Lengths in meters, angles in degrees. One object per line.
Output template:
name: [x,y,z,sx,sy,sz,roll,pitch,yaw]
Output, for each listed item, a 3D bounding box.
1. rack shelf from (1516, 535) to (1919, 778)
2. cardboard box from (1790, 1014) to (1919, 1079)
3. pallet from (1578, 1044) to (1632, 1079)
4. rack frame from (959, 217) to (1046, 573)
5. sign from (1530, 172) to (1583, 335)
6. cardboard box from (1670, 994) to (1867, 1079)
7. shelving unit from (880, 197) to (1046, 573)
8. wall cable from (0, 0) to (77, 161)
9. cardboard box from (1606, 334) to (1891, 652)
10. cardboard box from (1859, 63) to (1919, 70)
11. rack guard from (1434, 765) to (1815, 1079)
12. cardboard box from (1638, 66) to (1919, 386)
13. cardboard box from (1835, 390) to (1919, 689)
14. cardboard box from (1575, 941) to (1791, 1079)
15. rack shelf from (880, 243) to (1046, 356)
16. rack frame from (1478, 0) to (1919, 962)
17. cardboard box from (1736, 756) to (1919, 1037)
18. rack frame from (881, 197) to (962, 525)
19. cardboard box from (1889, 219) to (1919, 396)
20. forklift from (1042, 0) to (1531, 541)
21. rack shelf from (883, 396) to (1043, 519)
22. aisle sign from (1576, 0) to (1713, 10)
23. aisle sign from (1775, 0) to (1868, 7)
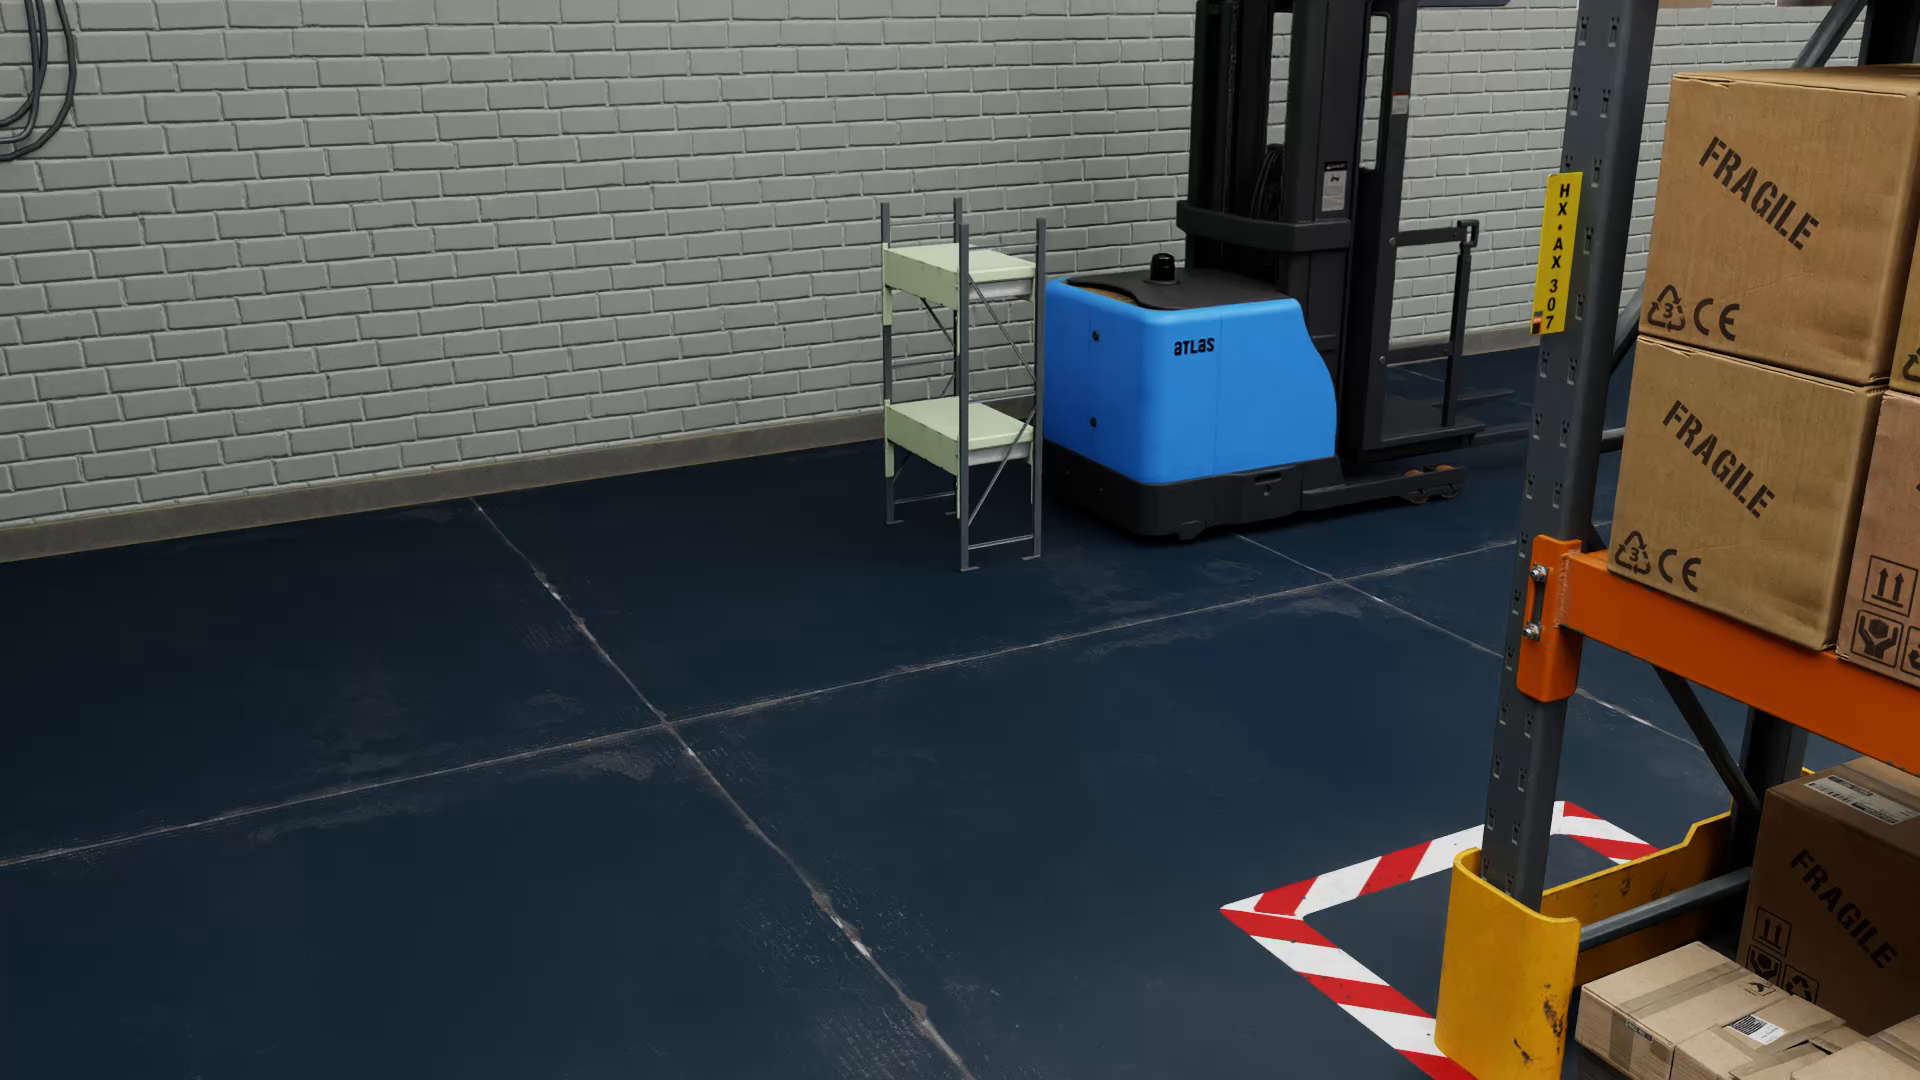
rack shelf: [2.647,0.656,2.234,1.077,0.370,4.000,-10,21,-27]
cardboard box: [1.943,1.177,3.162,0.500,0.250,0.500,-10,21,-27]
pallet: [2.113,1.311,3.510,1.003,0.211,1.213,-10,21,-27]
rack frame: [0.177,-0.602,7.077,0.400,1.500,0.023,-10,21,-27]
sign: [1.220,-0.583,3.396,0.100,0.325,0.005,-10,21,-27]
cardboard box: [1.712,1.118,3.461,0.380,0.166,0.250,-10,21,-27]
shelving unit: [0.003,-0.707,7.381,0.431,1.500,0.755,-10,21,-27]
wall cable: [-5.032,-2.537,5.948,3.097,2.526,0.112,-10,21,-27]
cardboard box: [1.676,-0.137,3.277,0.500,0.500,0.500,-9,21,-26]
cardboard box: [2.150,-0.693,3.355,0.500,0.500,0.500,-10,22,-27]
rack guard: [1.733,0.945,4.125,1.175,0.500,0.348,-10,21,-27]
cardboard box: [1.676,-0.610,3.114,0.500,0.500,0.500,-9,21,-25]
cardboard box: [1.925,0.010,2.850,0.500,0.500,0.500,-10,22,-27]
cardboard box: [1.594,1.055,3.672,0.380,0.149,0.250,-10,21,-27]
rack shelf: [0.003,-1.076,7.254,0.431,0.370,0.720,-10,21,-27]
rack frame: [1.697,-0.258,3.781,1.000,3.000,0.127,-10,21,-27]
cardboard box: [2.172,0.833,3.775,0.500,0.500,0.500,-10,21,-27]
rack frame: [-0.171,-0.812,7.686,0.400,1.500,0.023,-10,21,-27]
cardboard box: [1.931,-0.461,2.683,0.500,0.500,0.500,-10,21,-26]
forklift: [1.925,-1.703,8.073,3.031,2.935,1.130,-10,21,-26]
rack shelf: [0.003,-0.399,7.488,0.431,0.370,0.720,-10,21,-27]
aisle sign: [1.406,-1.461,3.282,0.394,0.787,0.004,-10,21,-27]
aisle sign: [1.934,-1.554,3.551,0.394,0.787,0.004,-10,21,-27]
